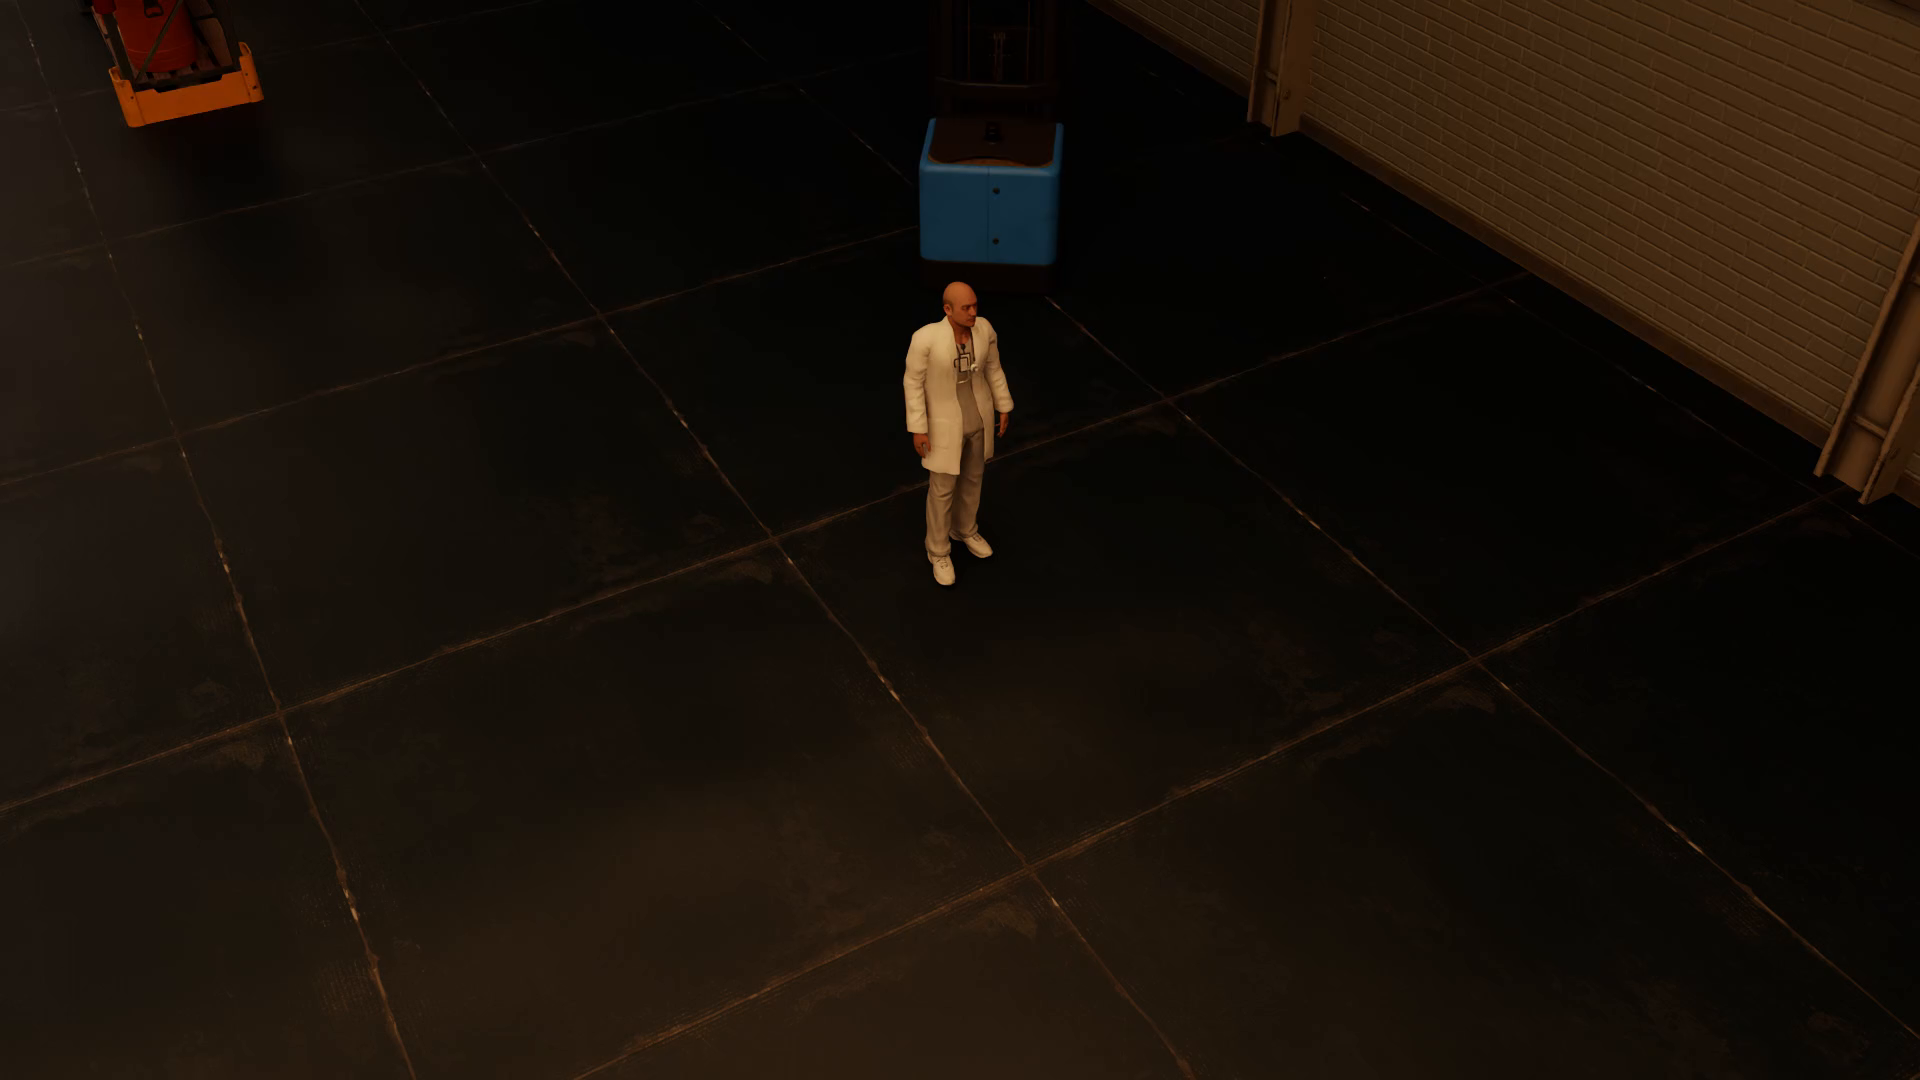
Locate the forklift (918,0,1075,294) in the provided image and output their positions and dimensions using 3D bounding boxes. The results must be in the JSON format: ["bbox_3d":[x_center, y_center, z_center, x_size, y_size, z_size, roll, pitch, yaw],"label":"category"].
[{"bbox_3d":[0.334,-3.898,12.736,1.130,2.935,3.031,3,40,4],"label":"forklift"}]

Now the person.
[{"bbox_3d":[0.043,-0.638,9.697,0.698,1.778,0.578,-20,44,-23],"label":"person"}]
